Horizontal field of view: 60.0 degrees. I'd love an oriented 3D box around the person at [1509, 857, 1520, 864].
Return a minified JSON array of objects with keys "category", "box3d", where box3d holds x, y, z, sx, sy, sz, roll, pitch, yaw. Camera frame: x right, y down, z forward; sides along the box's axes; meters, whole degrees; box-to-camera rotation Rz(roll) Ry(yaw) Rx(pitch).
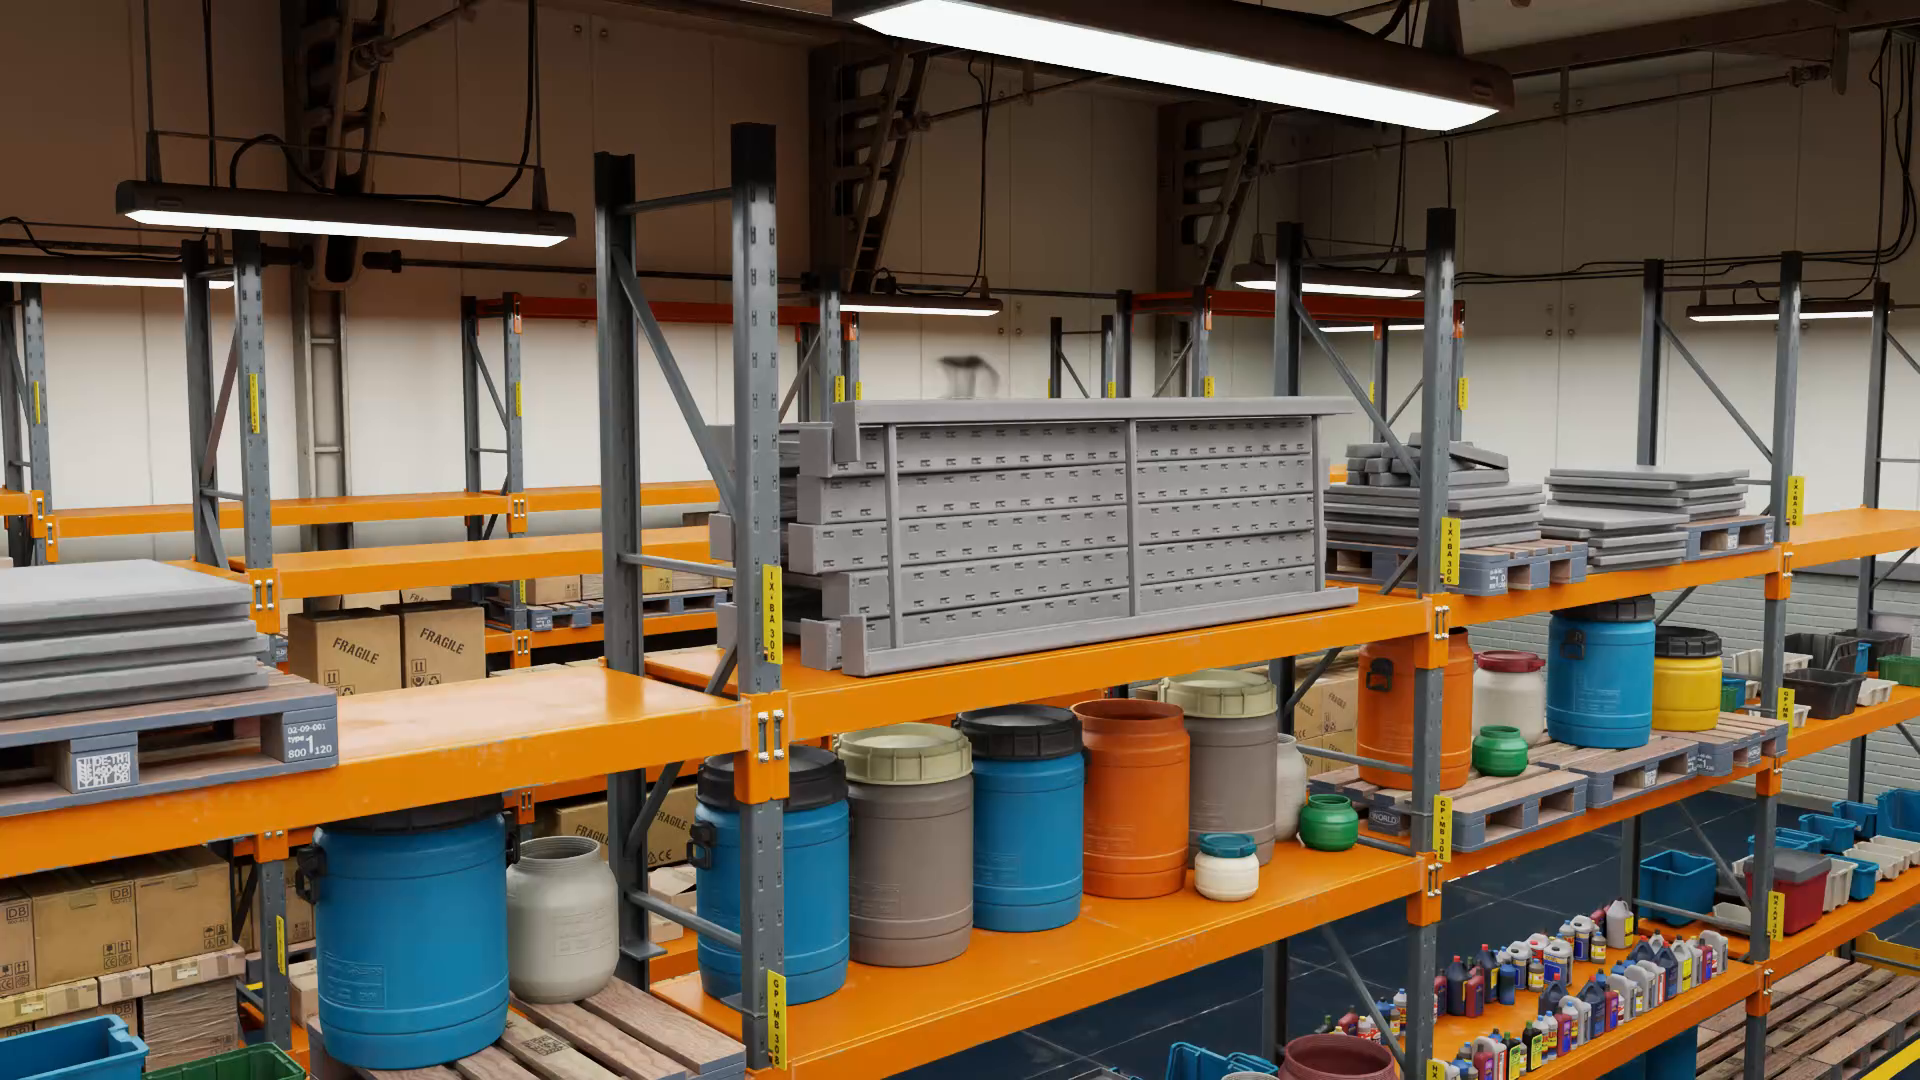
[{"category":"person","box3d":[5.894,2.661,18.225,0.557,1.629,0.796,-3,6,-32]}]
